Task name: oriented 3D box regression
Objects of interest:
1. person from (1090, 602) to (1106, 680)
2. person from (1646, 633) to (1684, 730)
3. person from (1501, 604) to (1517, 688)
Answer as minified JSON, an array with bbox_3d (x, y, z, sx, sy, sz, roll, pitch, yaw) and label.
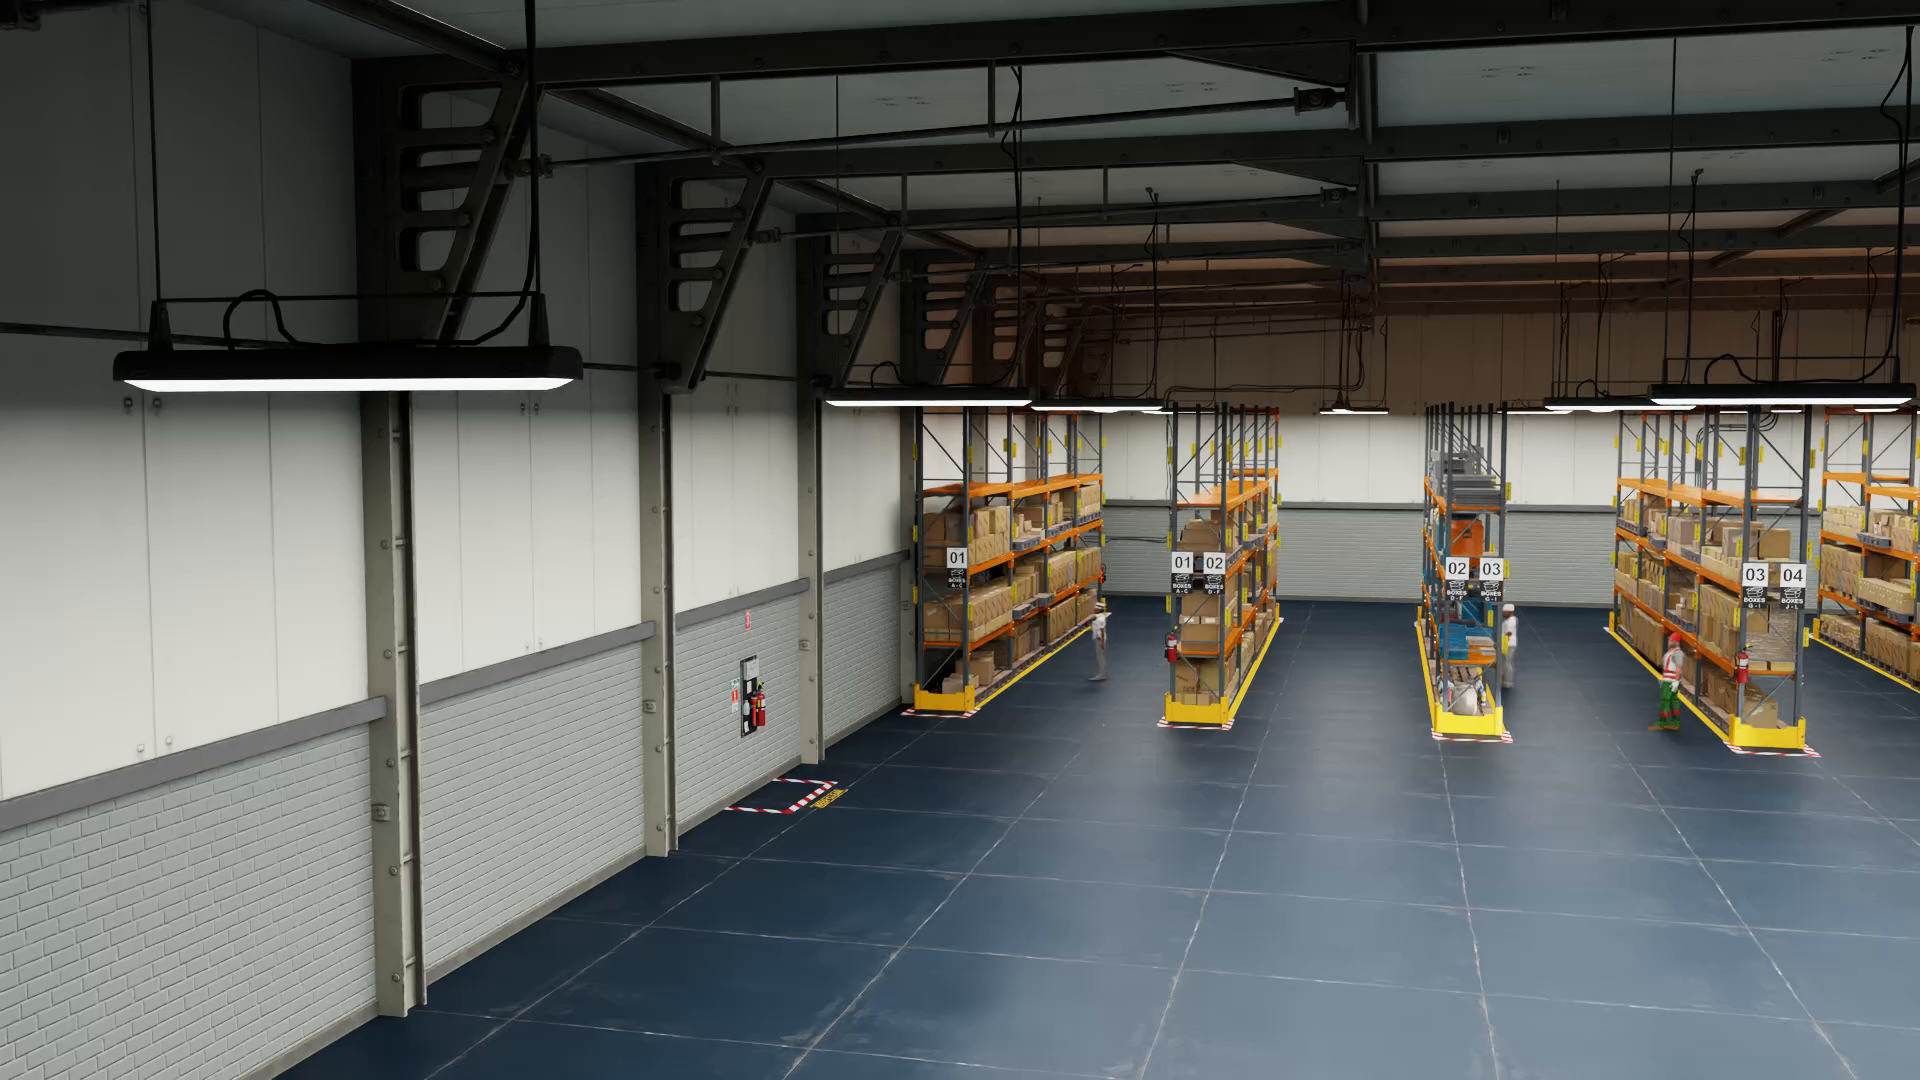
[{"bbox_3d":[3.019,2.206,36.282,0.358,1.681,0.530,0,4,-2],"label":"person"},{"bbox_3d":[12.920,2.589,30.439,0.605,1.810,0.550,2,5,28],"label":"person"},{"bbox_3d":[11.564,2.234,35.154,0.403,1.776,0.580,2,5,23],"label":"person"}]
